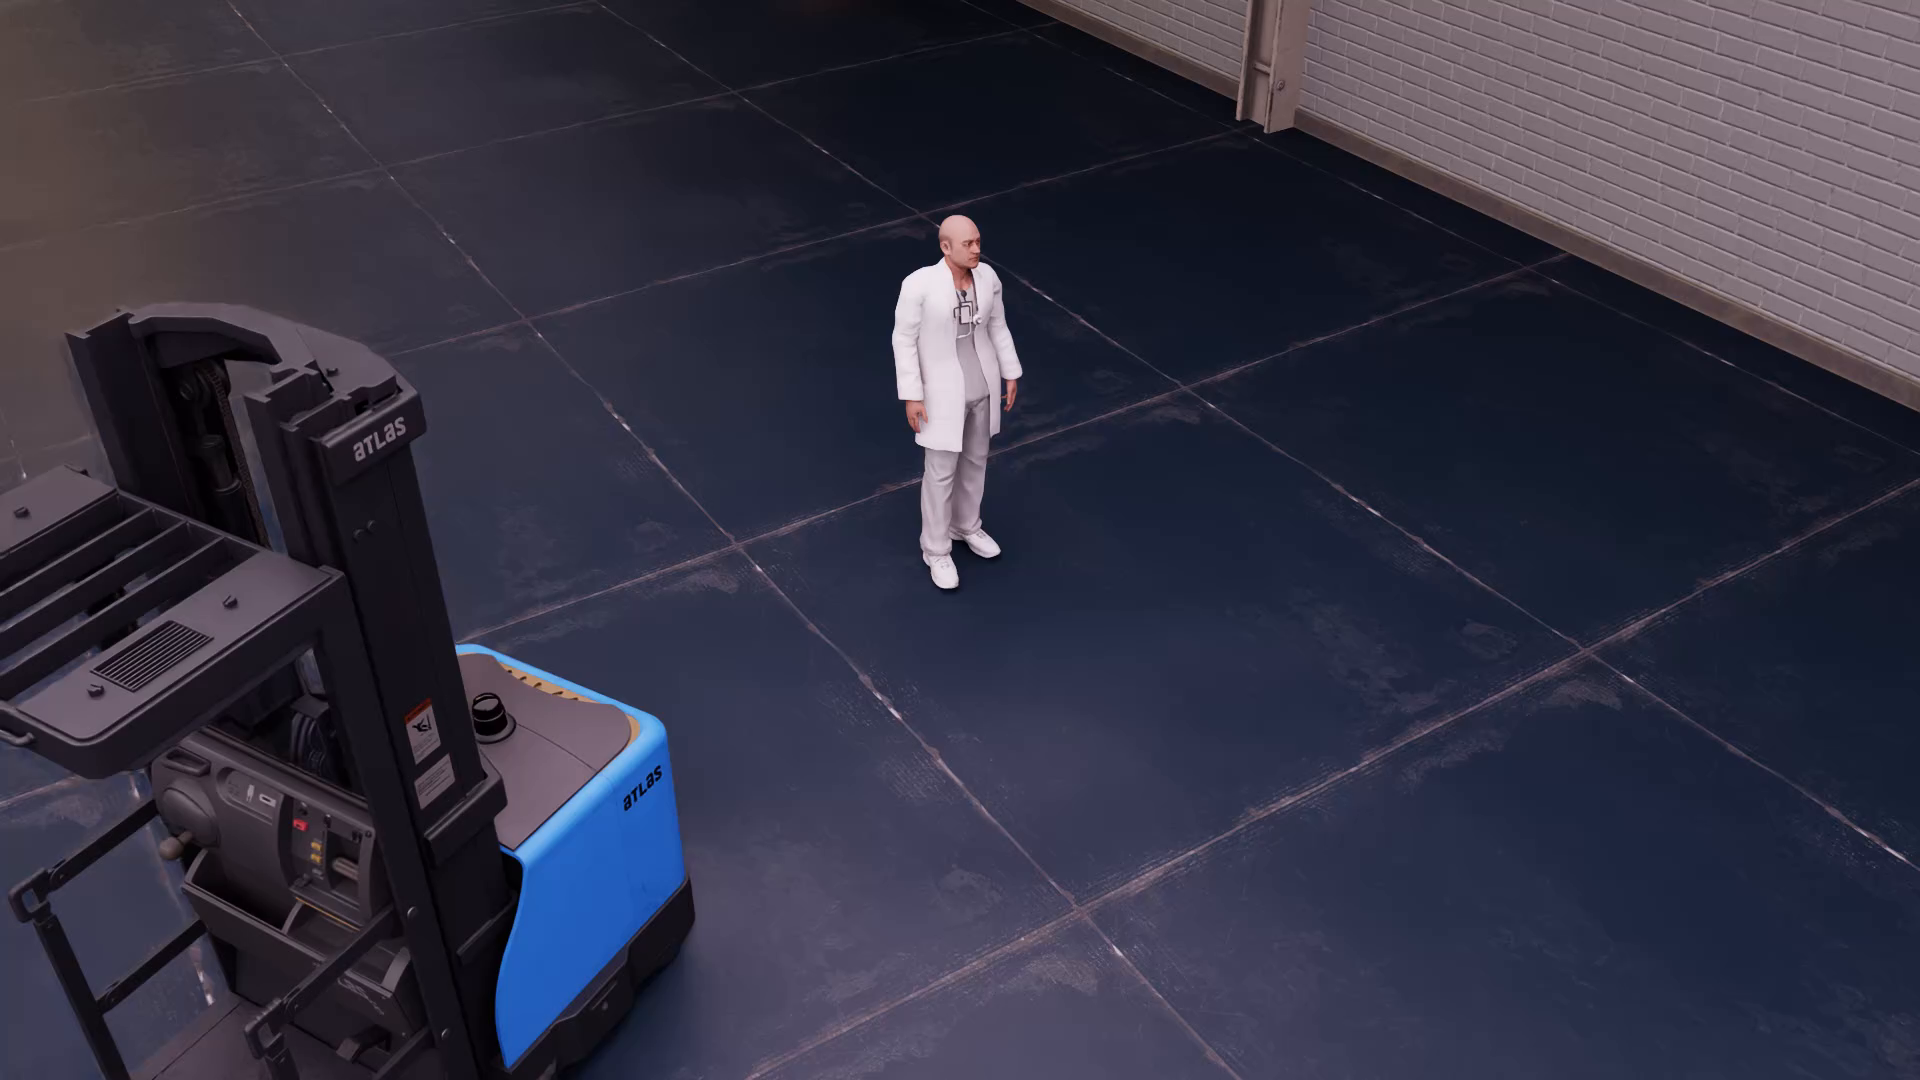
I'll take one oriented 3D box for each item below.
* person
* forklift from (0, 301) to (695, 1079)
[{"bbox_3d":[0.045,-0.688,8.118,0.696,1.775,0.581,-21,40,-27],"label":"person"},{"bbox_3d":[-2.193,0.924,4.833,1.130,2.935,3.031,18,39,24],"label":"forklift"}]
